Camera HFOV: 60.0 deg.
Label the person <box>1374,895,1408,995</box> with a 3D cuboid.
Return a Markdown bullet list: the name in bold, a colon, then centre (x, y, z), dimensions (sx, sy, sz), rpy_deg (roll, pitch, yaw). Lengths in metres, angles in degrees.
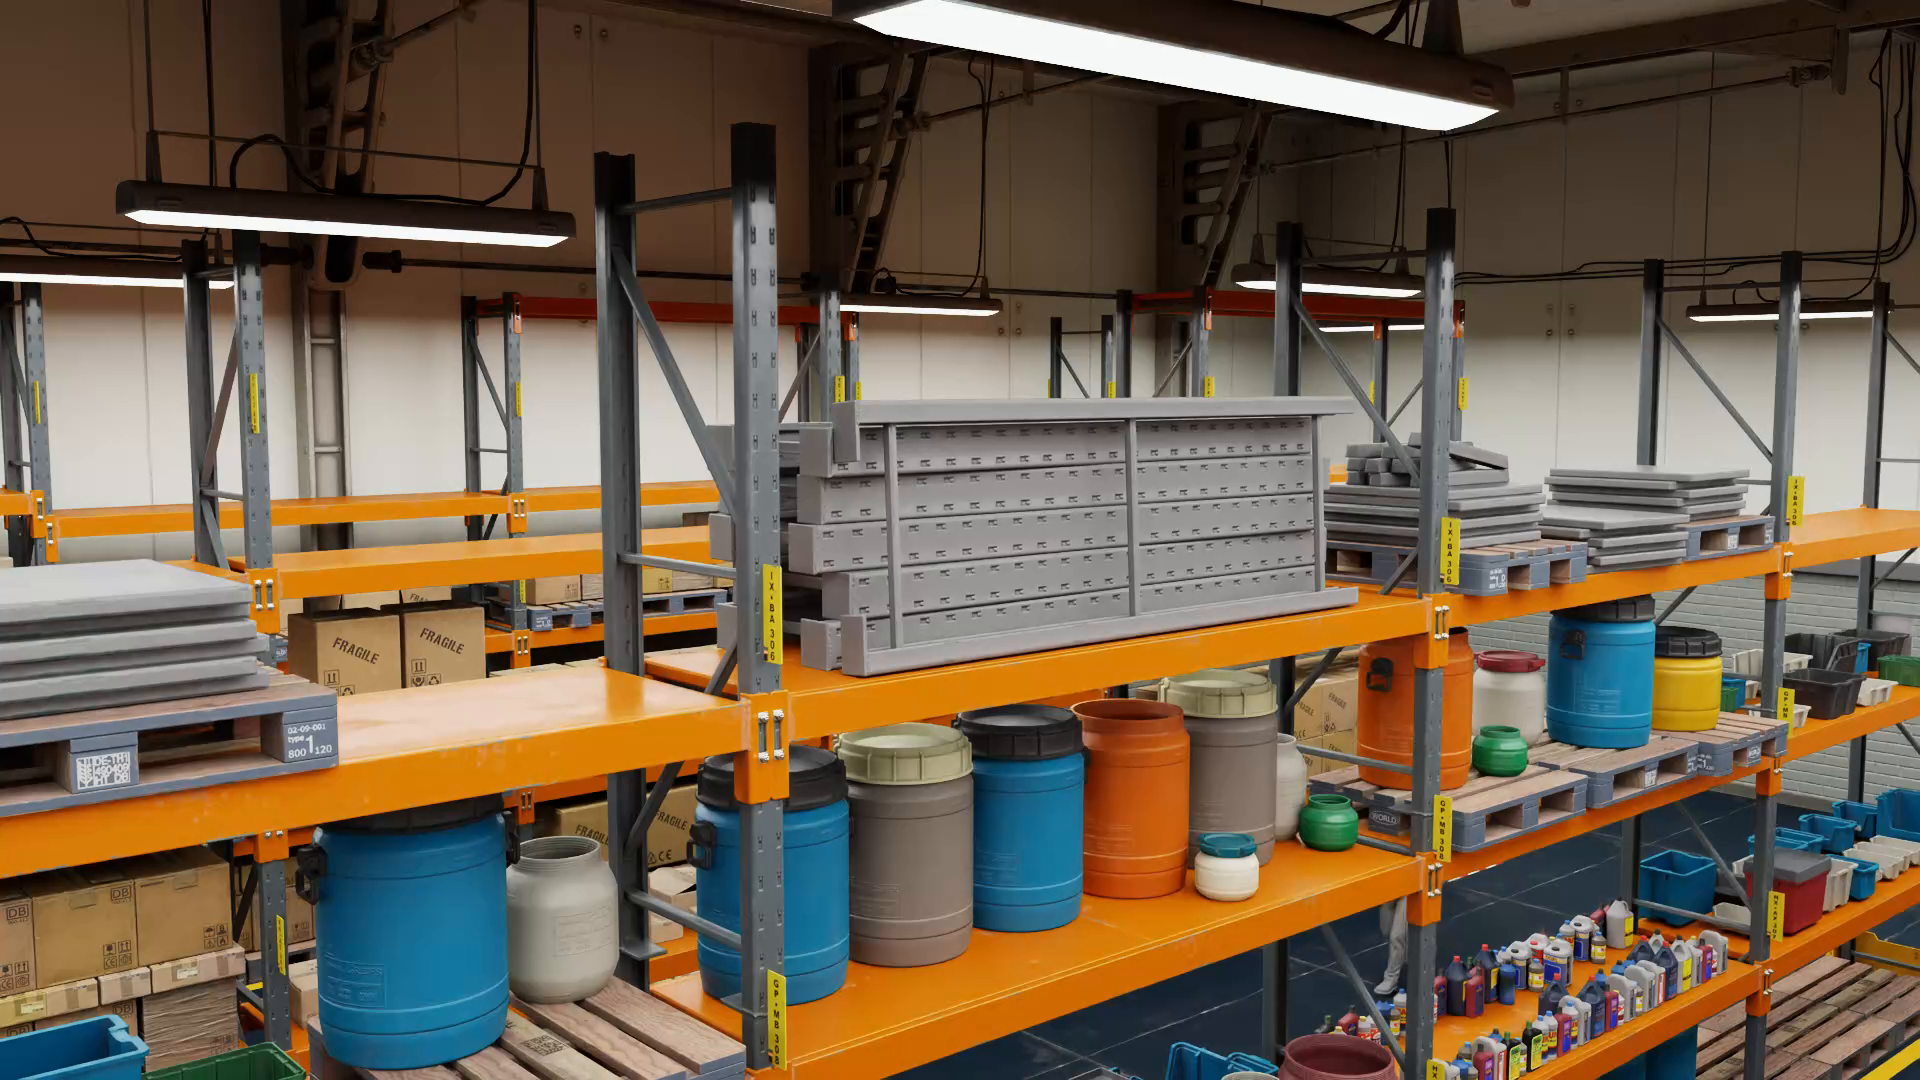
- **person**: centre (3.783, 2.976, 14.227), dimensions (0.615, 1.670, 0.826), rpy_deg (4, 7, 36)
